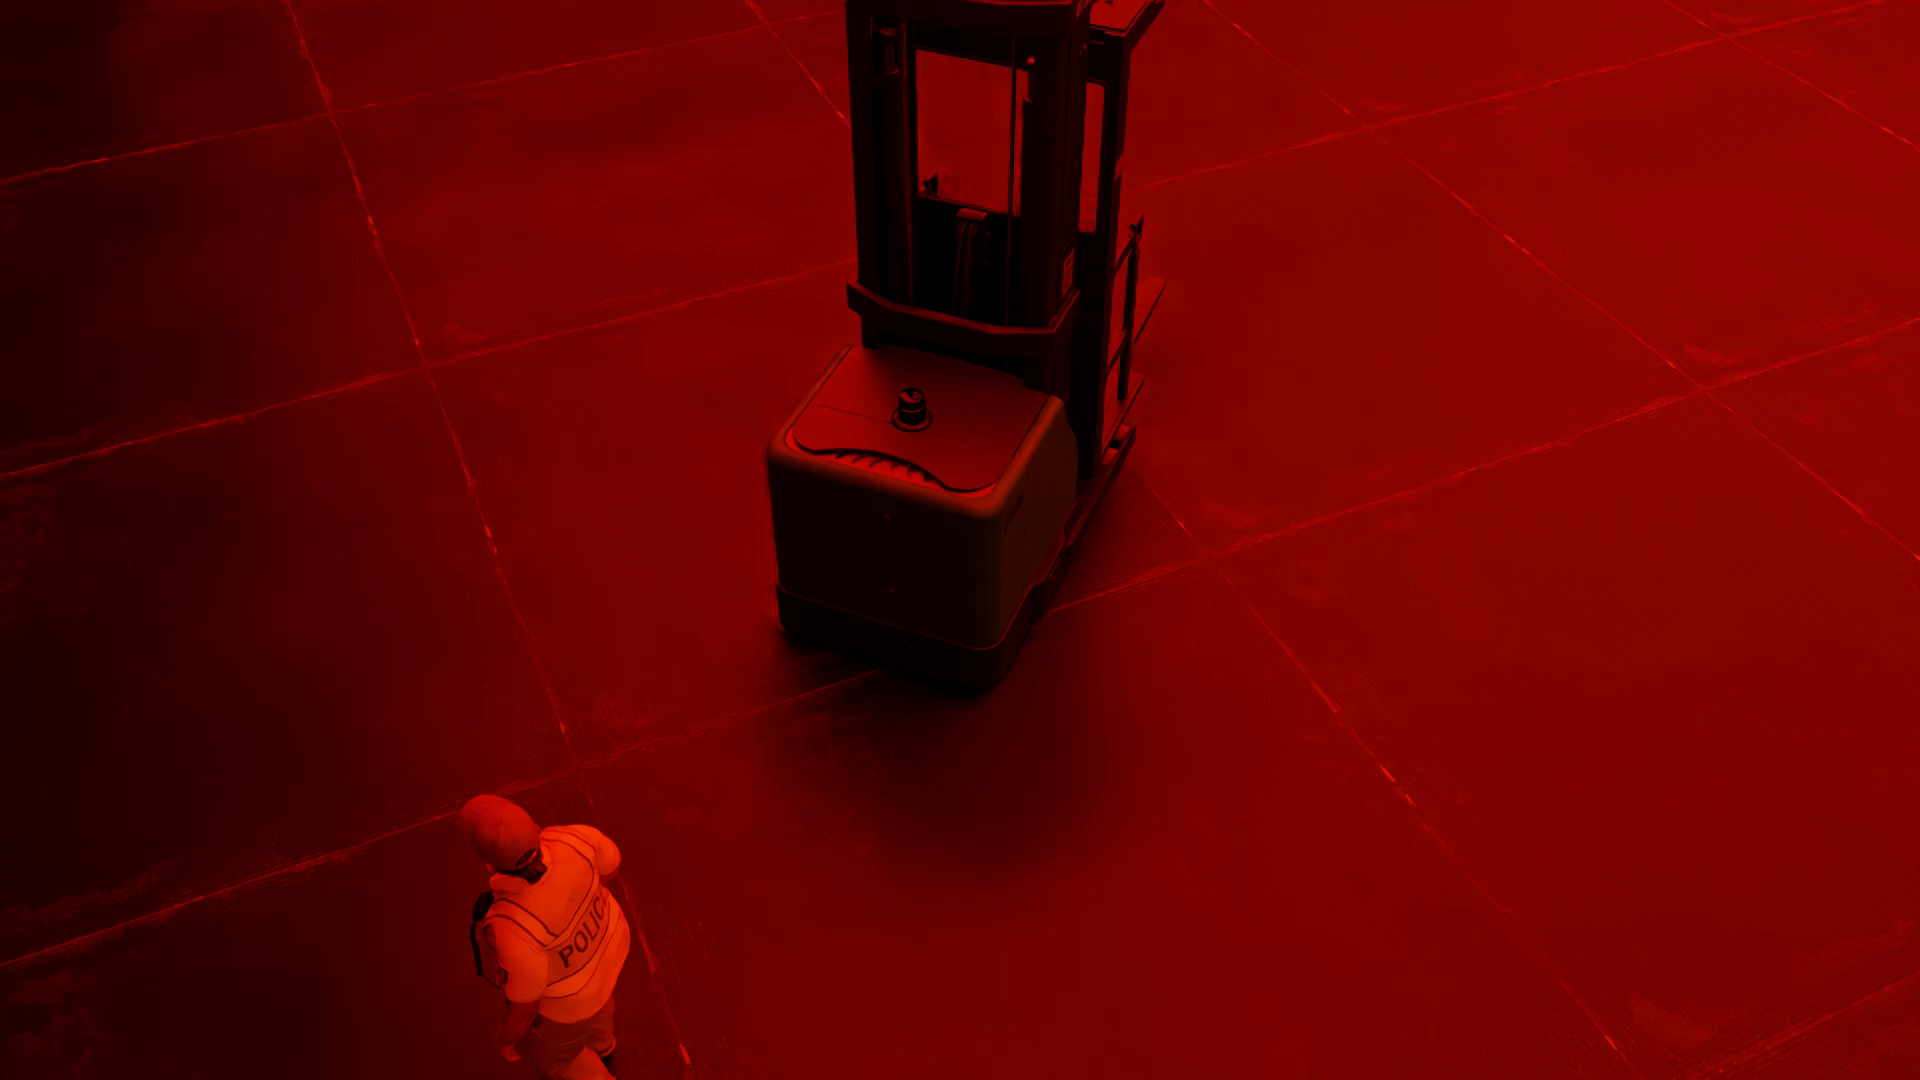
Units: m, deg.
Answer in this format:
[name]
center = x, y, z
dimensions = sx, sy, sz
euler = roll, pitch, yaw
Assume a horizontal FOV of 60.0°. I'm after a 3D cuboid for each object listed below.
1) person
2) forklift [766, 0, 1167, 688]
[person]
center = -1.305, 1.321, 5.196
dimensions = 0.521, 1.665, 0.643
euler = 10, 44, 10
[forklift]
center = 0.226, -1.459, 7.243
dimensions = 1.130, 2.935, 3.031
euler = 16, 45, 16
